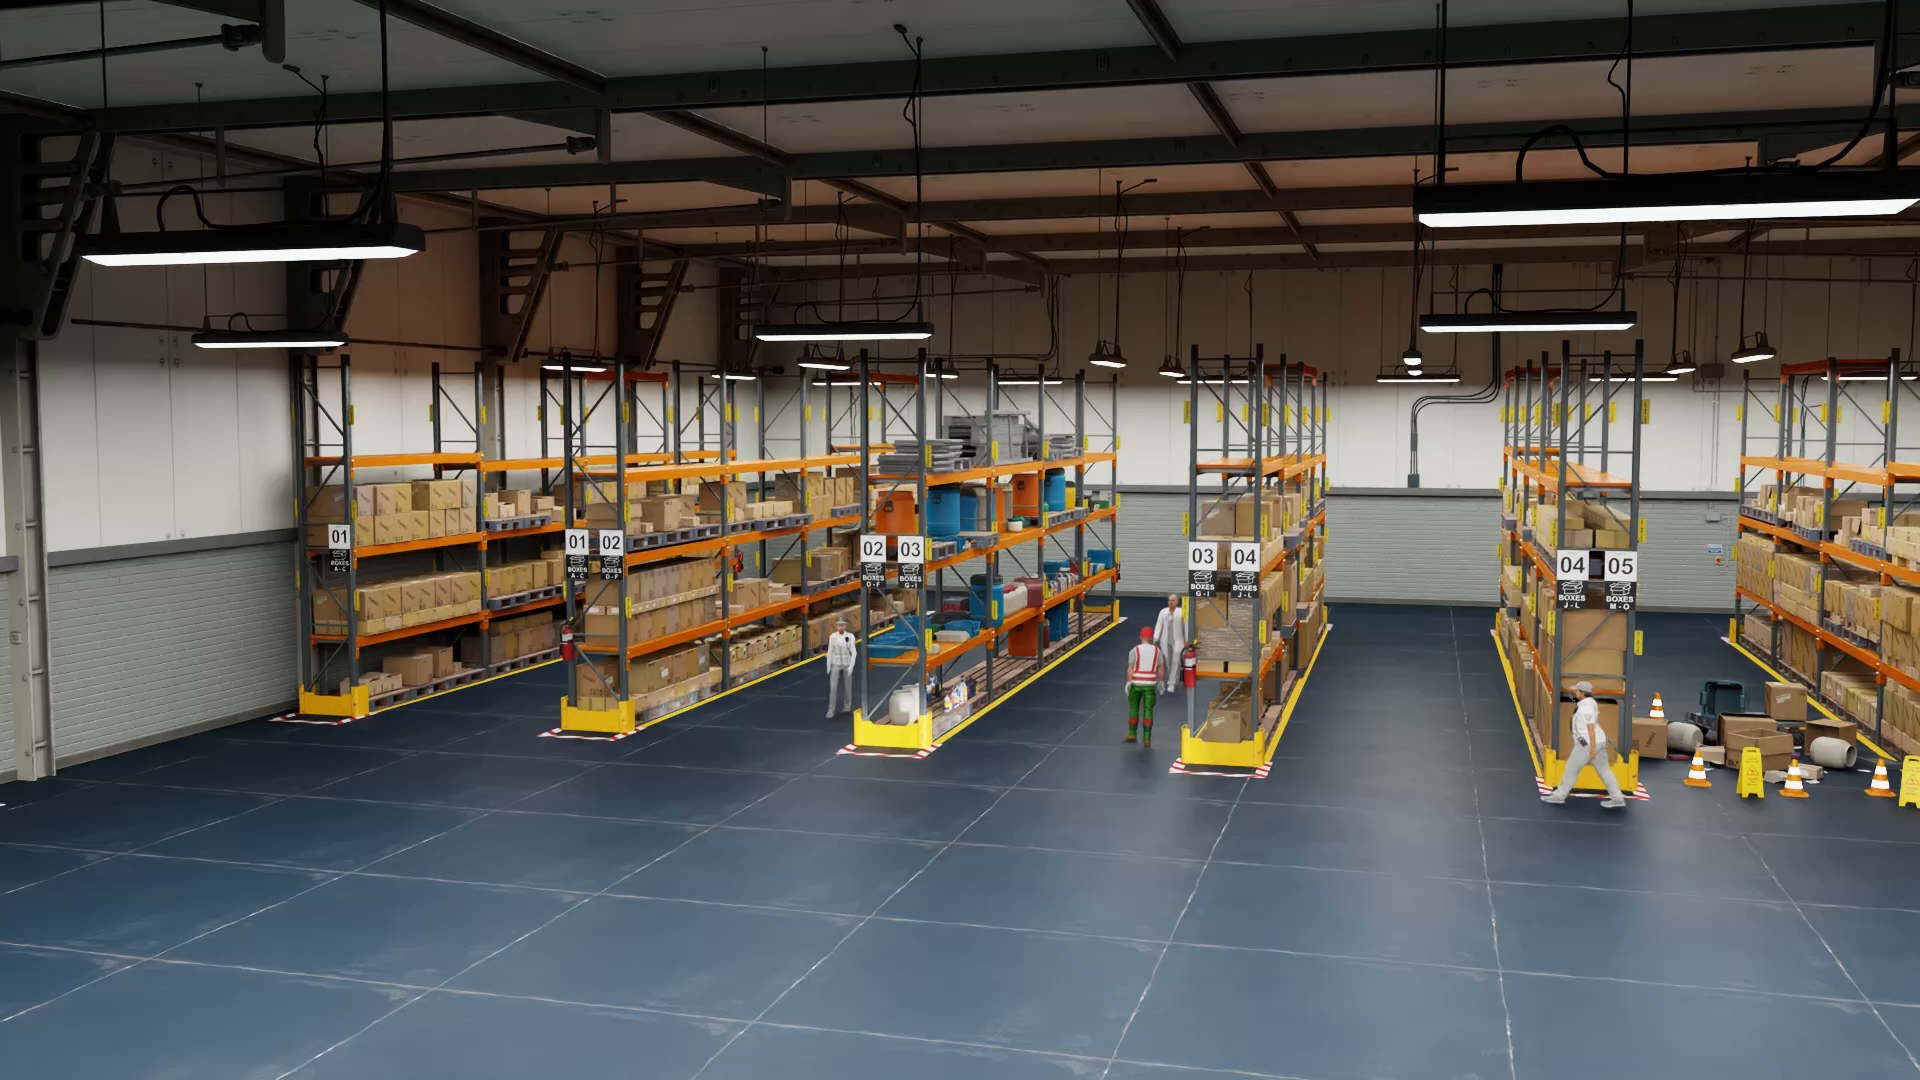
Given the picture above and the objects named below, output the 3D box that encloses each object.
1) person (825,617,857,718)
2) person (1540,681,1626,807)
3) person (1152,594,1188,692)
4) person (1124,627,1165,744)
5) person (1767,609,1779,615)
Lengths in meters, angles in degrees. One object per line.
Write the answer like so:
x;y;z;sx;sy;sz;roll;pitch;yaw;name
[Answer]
-1.973;2.090;27.662;0.510;1.631;0.916;0;4;0;person
7.987;2.587;21.243;1.009;1.589;0.513;3;5;35;person
3.848;1.848;30.276;0.666;1.712;1.142;1;5;18;person
2.816;2.214;25.459;0.629;1.793;0.719;1;4;8;person
18.508;1.314;37.519;0.986;1.727;0.535;1;4;11;person
